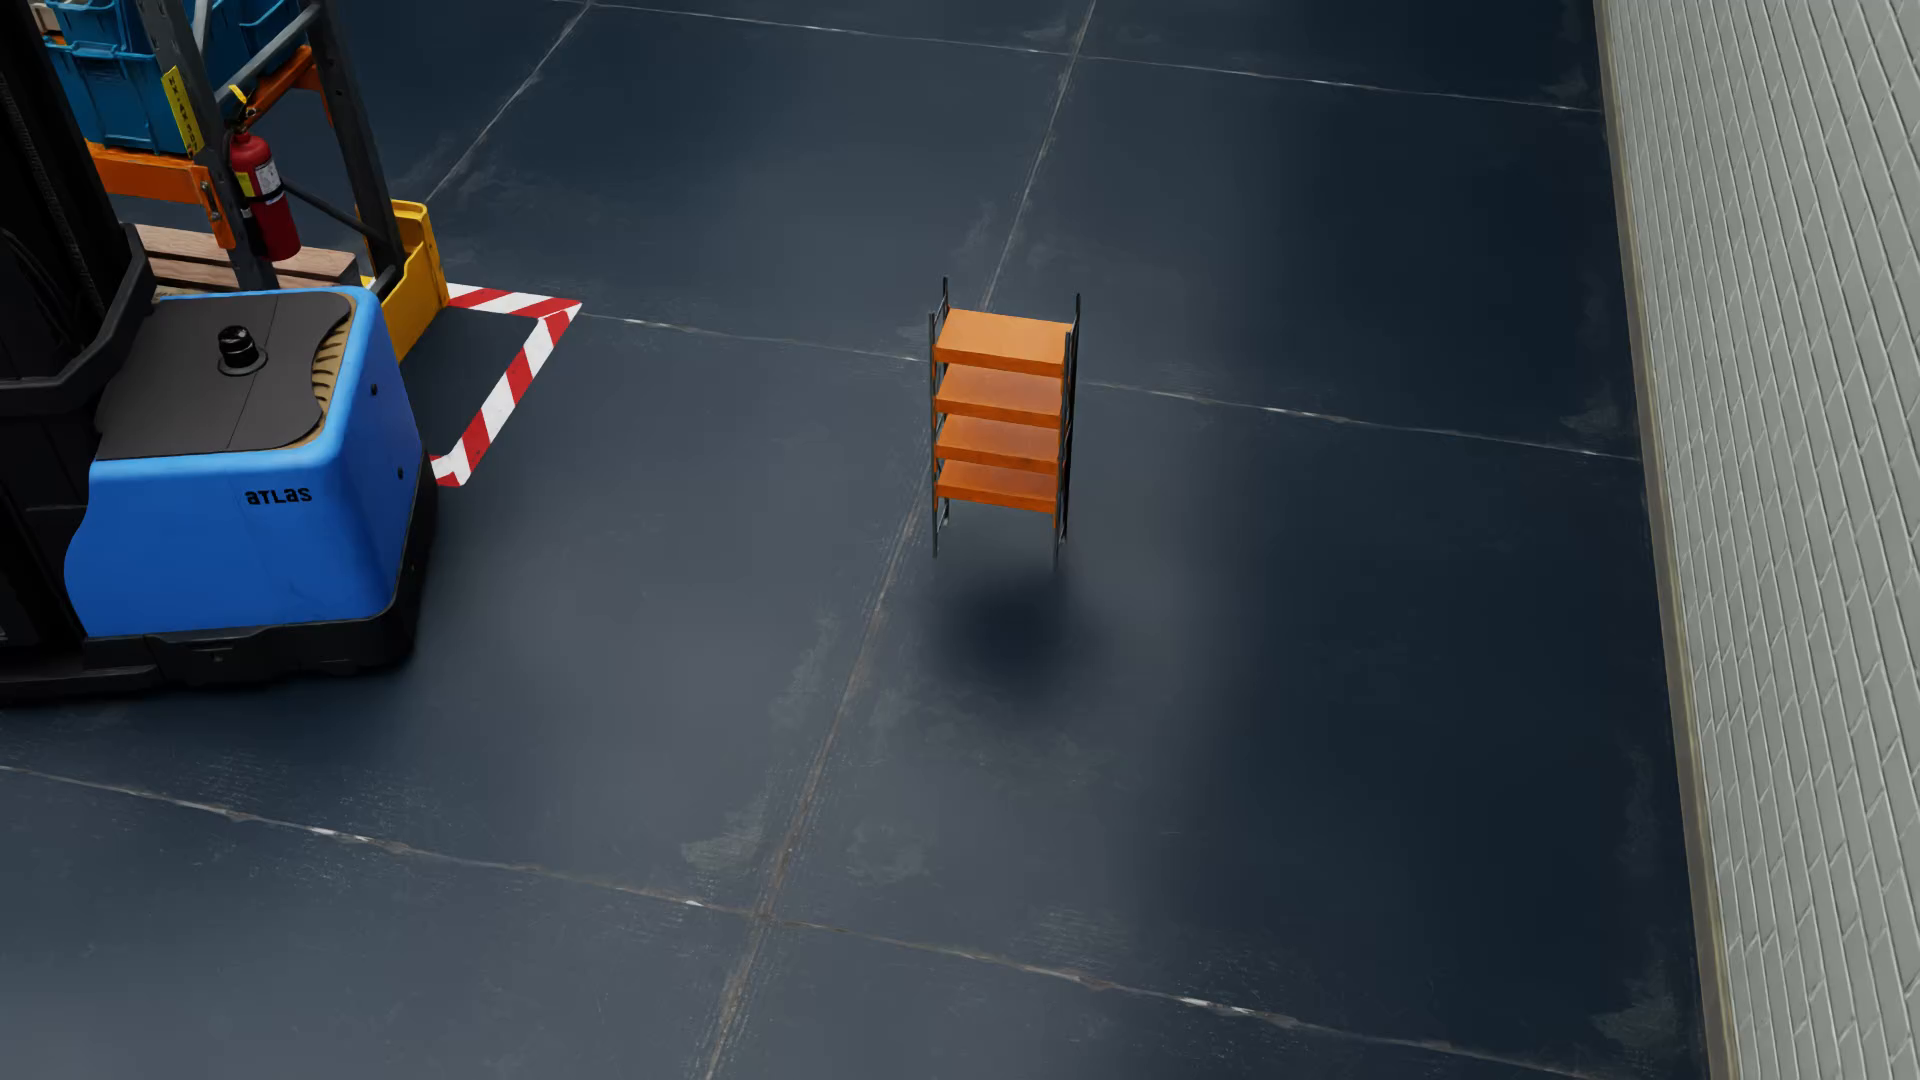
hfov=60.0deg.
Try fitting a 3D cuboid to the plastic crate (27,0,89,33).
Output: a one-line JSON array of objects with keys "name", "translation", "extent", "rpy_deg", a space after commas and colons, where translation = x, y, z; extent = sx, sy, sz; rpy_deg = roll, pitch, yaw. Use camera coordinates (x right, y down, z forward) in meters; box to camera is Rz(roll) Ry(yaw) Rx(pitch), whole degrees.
[{"name": "plastic crate", "translation": [-3.870, -2.277, 7.100], "extent": [0.298, 0.136, 0.250], "rpy_deg": [9, 45, 9]}]

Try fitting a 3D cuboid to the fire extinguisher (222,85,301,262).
[{"name": "fire extinguisher", "translation": [-2.696, -1.391, 6.356], "extent": [0.183, 0.674, 0.296], "rpy_deg": [9, 45, 9]}]

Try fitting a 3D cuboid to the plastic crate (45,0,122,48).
[{"name": "plastic crate", "translation": [-3.555, -2.204, 6.955], "extent": [0.300, 0.233, 0.416], "rpy_deg": [9, 45, 9]}]

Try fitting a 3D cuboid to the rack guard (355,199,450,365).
[{"name": "rack guard", "translation": [-2.718, -0.988, 7.416], "extent": [0.348, 0.500, 1.175], "rpy_deg": [9, 45, 9]}]

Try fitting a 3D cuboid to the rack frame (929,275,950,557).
[{"name": "rack frame", "translation": [-0.077, -0.444, 6.346], "extent": [0.015, 1.200, 0.240], "rpy_deg": [9, 45, 9]}]

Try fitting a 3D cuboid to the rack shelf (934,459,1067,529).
[{"name": "rack shelf", "translation": [0.162, -0.216, 6.492], "extent": [0.480, 0.148, 0.258], "rpy_deg": [9, 45, 9]}]

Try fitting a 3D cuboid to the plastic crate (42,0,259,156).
[{"name": "plastic crate", "translation": [-3.111, -1.842, 6.432], "extent": [0.499, 0.435, 0.616], "rpy_deg": [9, 45, 9]}]

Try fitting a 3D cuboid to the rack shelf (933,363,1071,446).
[{"name": "rack shelf", "translation": [0.162, -0.520, 6.199], "extent": [0.480, 0.148, 0.258], "rpy_deg": [9, 45, 9]}]

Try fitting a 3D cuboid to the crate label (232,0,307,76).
[{"name": "crate label", "translation": [-2.913, -2.105, 6.851], "extent": [0.303, 0.233, 0.416], "rpy_deg": [9, 45, 9]}]

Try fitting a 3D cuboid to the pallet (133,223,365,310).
[{"name": "pallet", "translation": [-3.540, -1.030, 7.668], "extent": [1.213, 0.211, 1.003], "rpy_deg": [9, 45, 9]}]

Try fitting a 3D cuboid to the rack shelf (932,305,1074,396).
[{"name": "rack shelf", "translation": [0.162, -0.690, 6.035], "extent": [0.480, 0.148, 0.258], "rpy_deg": [9, 45, 9]}]

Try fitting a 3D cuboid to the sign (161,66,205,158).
[{"name": "sign", "translation": [-2.848, -1.567, 6.098], "extent": [0.005, 0.325, 0.100], "rpy_deg": [9, 45, 9]}]

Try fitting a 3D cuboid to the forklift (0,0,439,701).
[{"name": "forklift", "translation": [-3.612, -0.805, 5.472], "extent": [3.031, 2.935, 1.130], "rpy_deg": [-4, 44, -4]}]

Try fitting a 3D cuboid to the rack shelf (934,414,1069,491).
[{"name": "rack shelf", "translation": [0.162, -0.359, 6.355], "extent": [0.480, 0.148, 0.258], "rpy_deg": [9, 45, 9]}]

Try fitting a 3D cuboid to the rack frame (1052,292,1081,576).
[{"name": "rack frame", "translation": [0.400, -0.370, 6.269], "extent": [0.015, 1.200, 0.240], "rpy_deg": [9, 45, 9]}]

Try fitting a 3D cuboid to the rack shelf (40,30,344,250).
[{"name": "rack shelf", "translation": [-4.696, -1.927, 7.108], "extent": [4.000, 0.370, 1.077], "rpy_deg": [9, 45, 9]}]

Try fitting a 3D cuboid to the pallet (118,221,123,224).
[{"name": "pallet", "translation": [-4.727, -1.216, 7.861], "extent": [1.213, 0.211, 1.003], "rpy_deg": [9, 45, 9]}]

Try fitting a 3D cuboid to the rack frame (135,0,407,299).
[{"name": "rack frame", "translation": [-2.744, -1.883, 6.543], "extent": [0.127, 3.000, 1.000], "rpy_deg": [9, 45, 9]}]

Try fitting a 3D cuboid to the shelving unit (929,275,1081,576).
[{"name": "shelving unit", "translation": [0.162, -0.407, 6.308], "extent": [0.503, 1.200, 0.258], "rpy_deg": [9, 45, 9]}]
